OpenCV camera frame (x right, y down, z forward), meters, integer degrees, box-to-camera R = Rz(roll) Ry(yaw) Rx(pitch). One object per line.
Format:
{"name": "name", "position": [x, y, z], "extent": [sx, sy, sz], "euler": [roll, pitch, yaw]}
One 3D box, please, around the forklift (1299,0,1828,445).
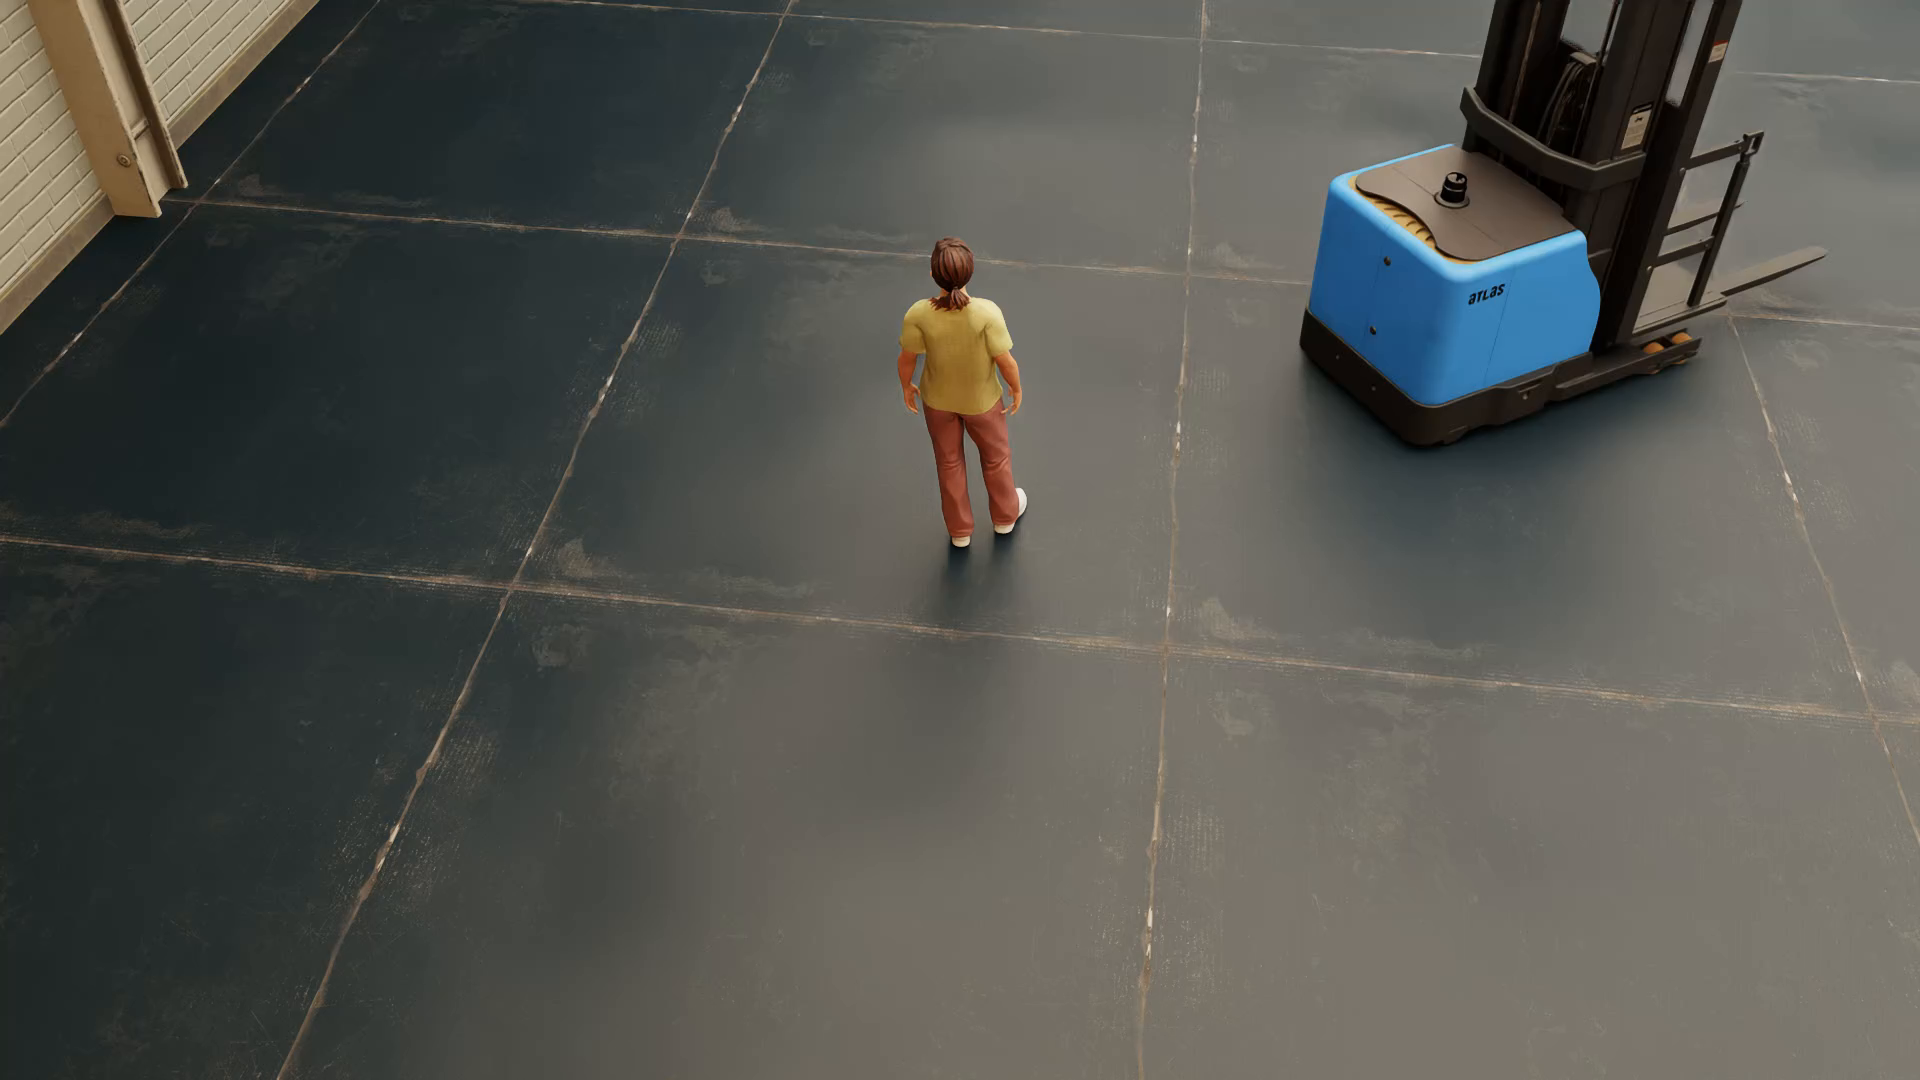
{"name": "forklift", "position": [3.372, -2.260, 8.184], "extent": [3.031, 2.935, 1.130], "euler": [-19, 46, -20]}

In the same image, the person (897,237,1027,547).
{"name": "person", "position": [0.021, -0.670, 7.372], "extent": [0.555, 1.675, 0.549], "euler": [5, 43, 6]}
